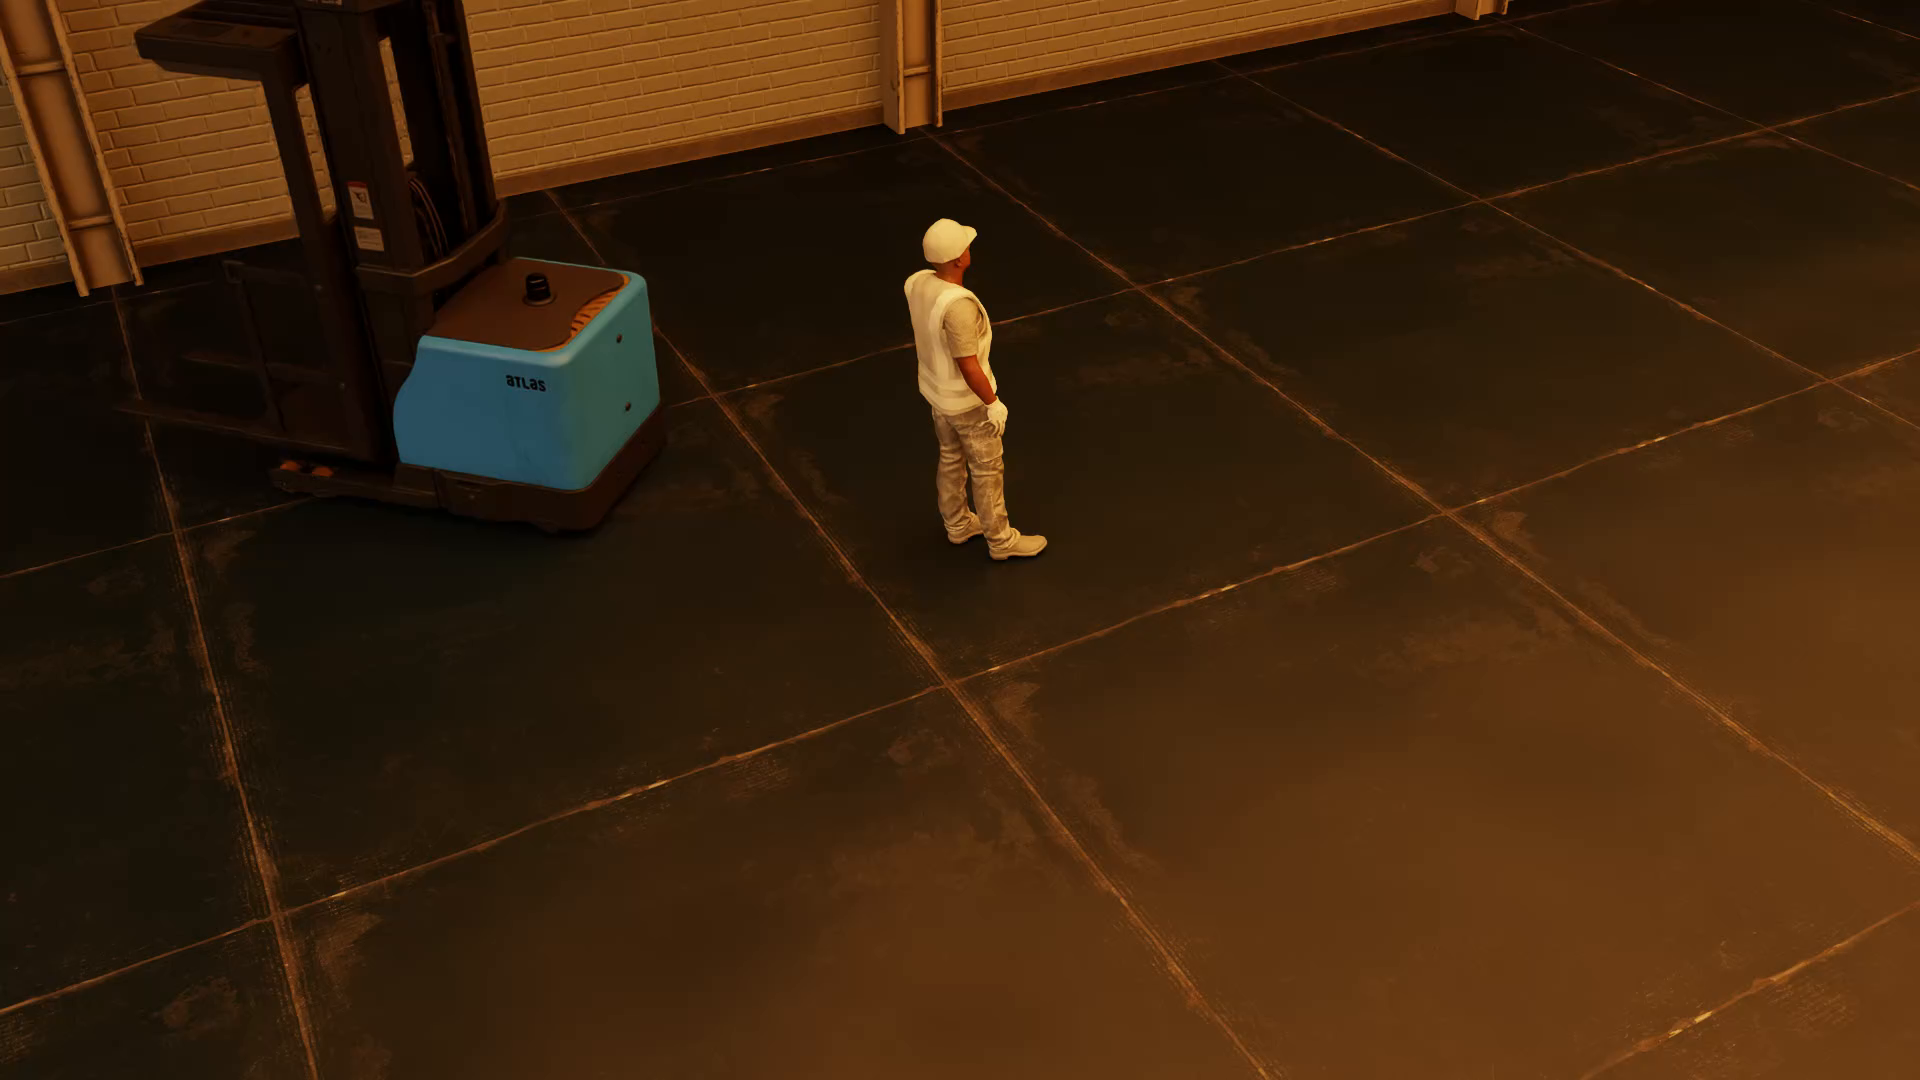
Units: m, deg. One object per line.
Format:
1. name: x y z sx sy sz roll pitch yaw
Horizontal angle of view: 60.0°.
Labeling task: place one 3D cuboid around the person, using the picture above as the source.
1. person: 0.068 -0.749 8.165 0.575 1.785 0.657 -17 39 -23

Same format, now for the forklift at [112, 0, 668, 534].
1. forklift: -3.220 -1.705 8.535 3.031 2.935 1.130 9 36 13
